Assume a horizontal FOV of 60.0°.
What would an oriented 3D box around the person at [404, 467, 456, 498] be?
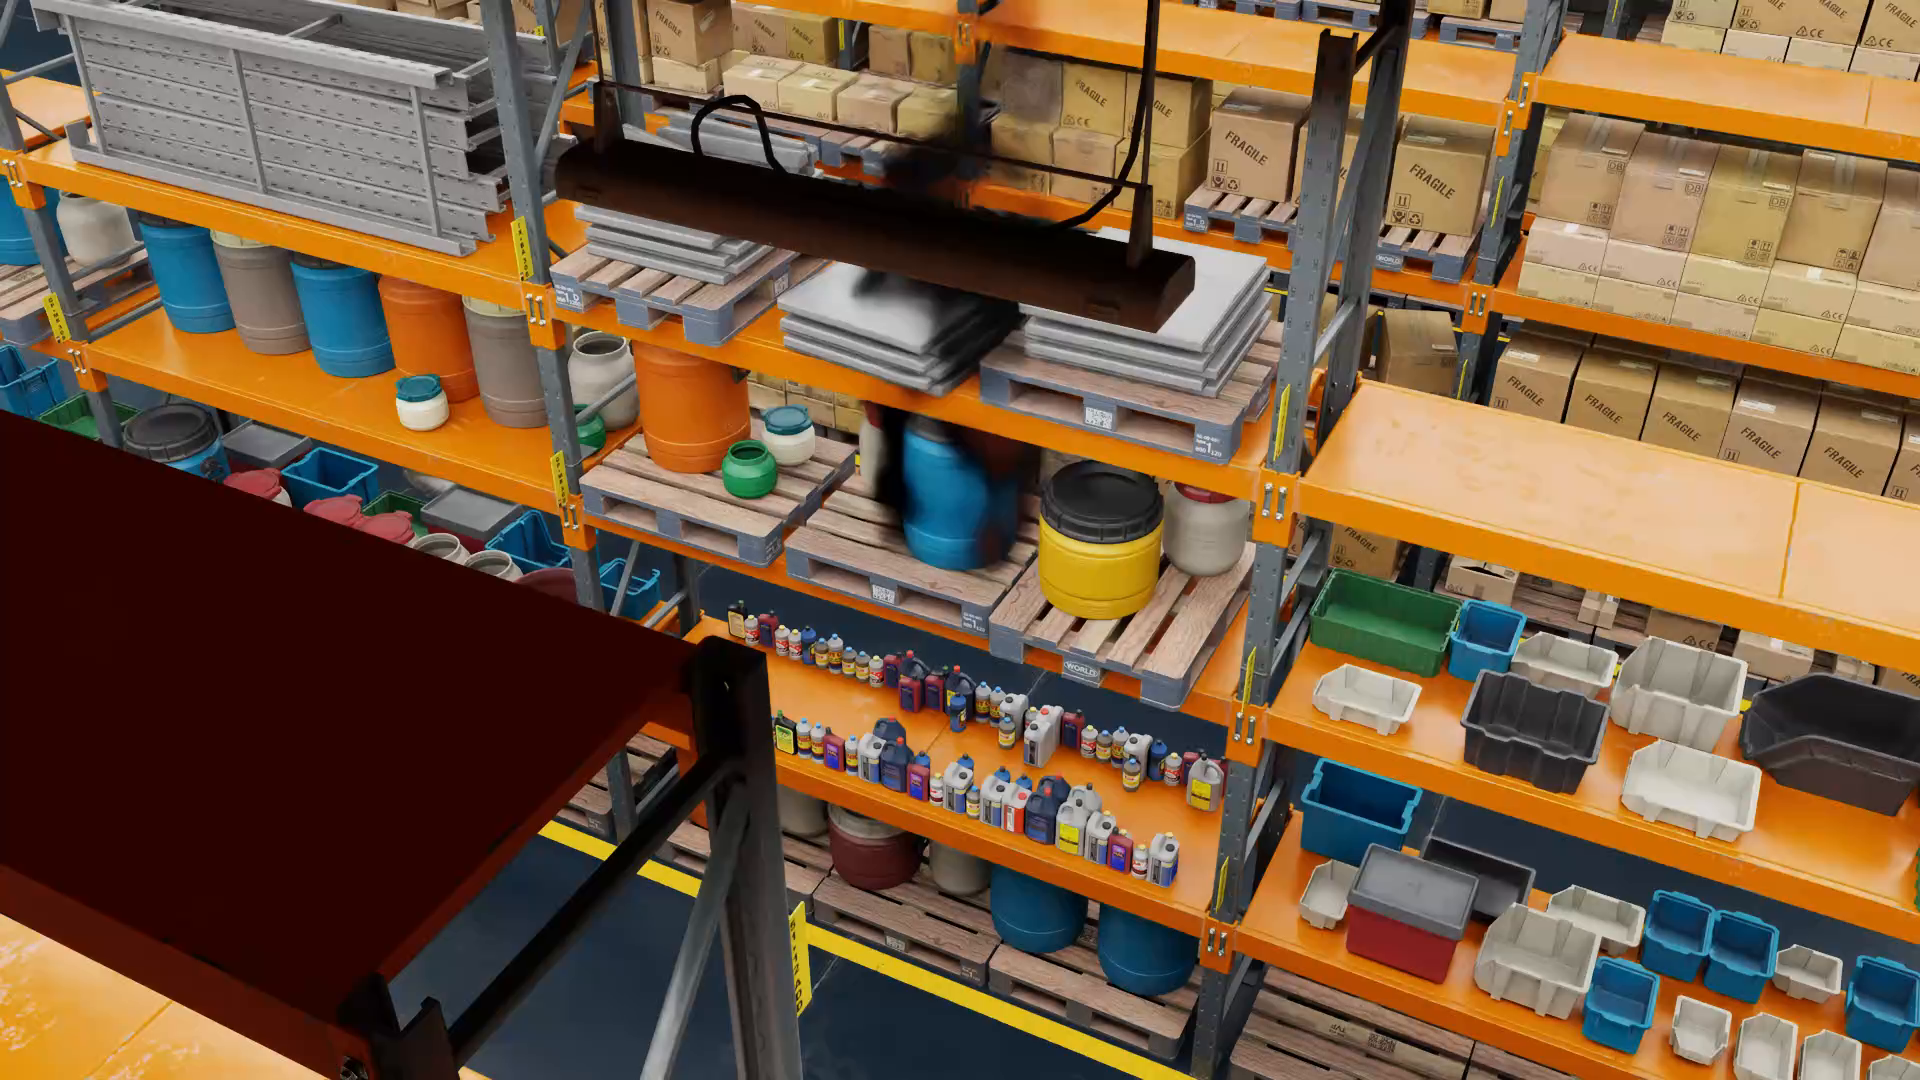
[{"bbox_3d":[-4.318,-0.867,13.636,0.663,1.683,0.706,10,36,14],"label":"person"}]
